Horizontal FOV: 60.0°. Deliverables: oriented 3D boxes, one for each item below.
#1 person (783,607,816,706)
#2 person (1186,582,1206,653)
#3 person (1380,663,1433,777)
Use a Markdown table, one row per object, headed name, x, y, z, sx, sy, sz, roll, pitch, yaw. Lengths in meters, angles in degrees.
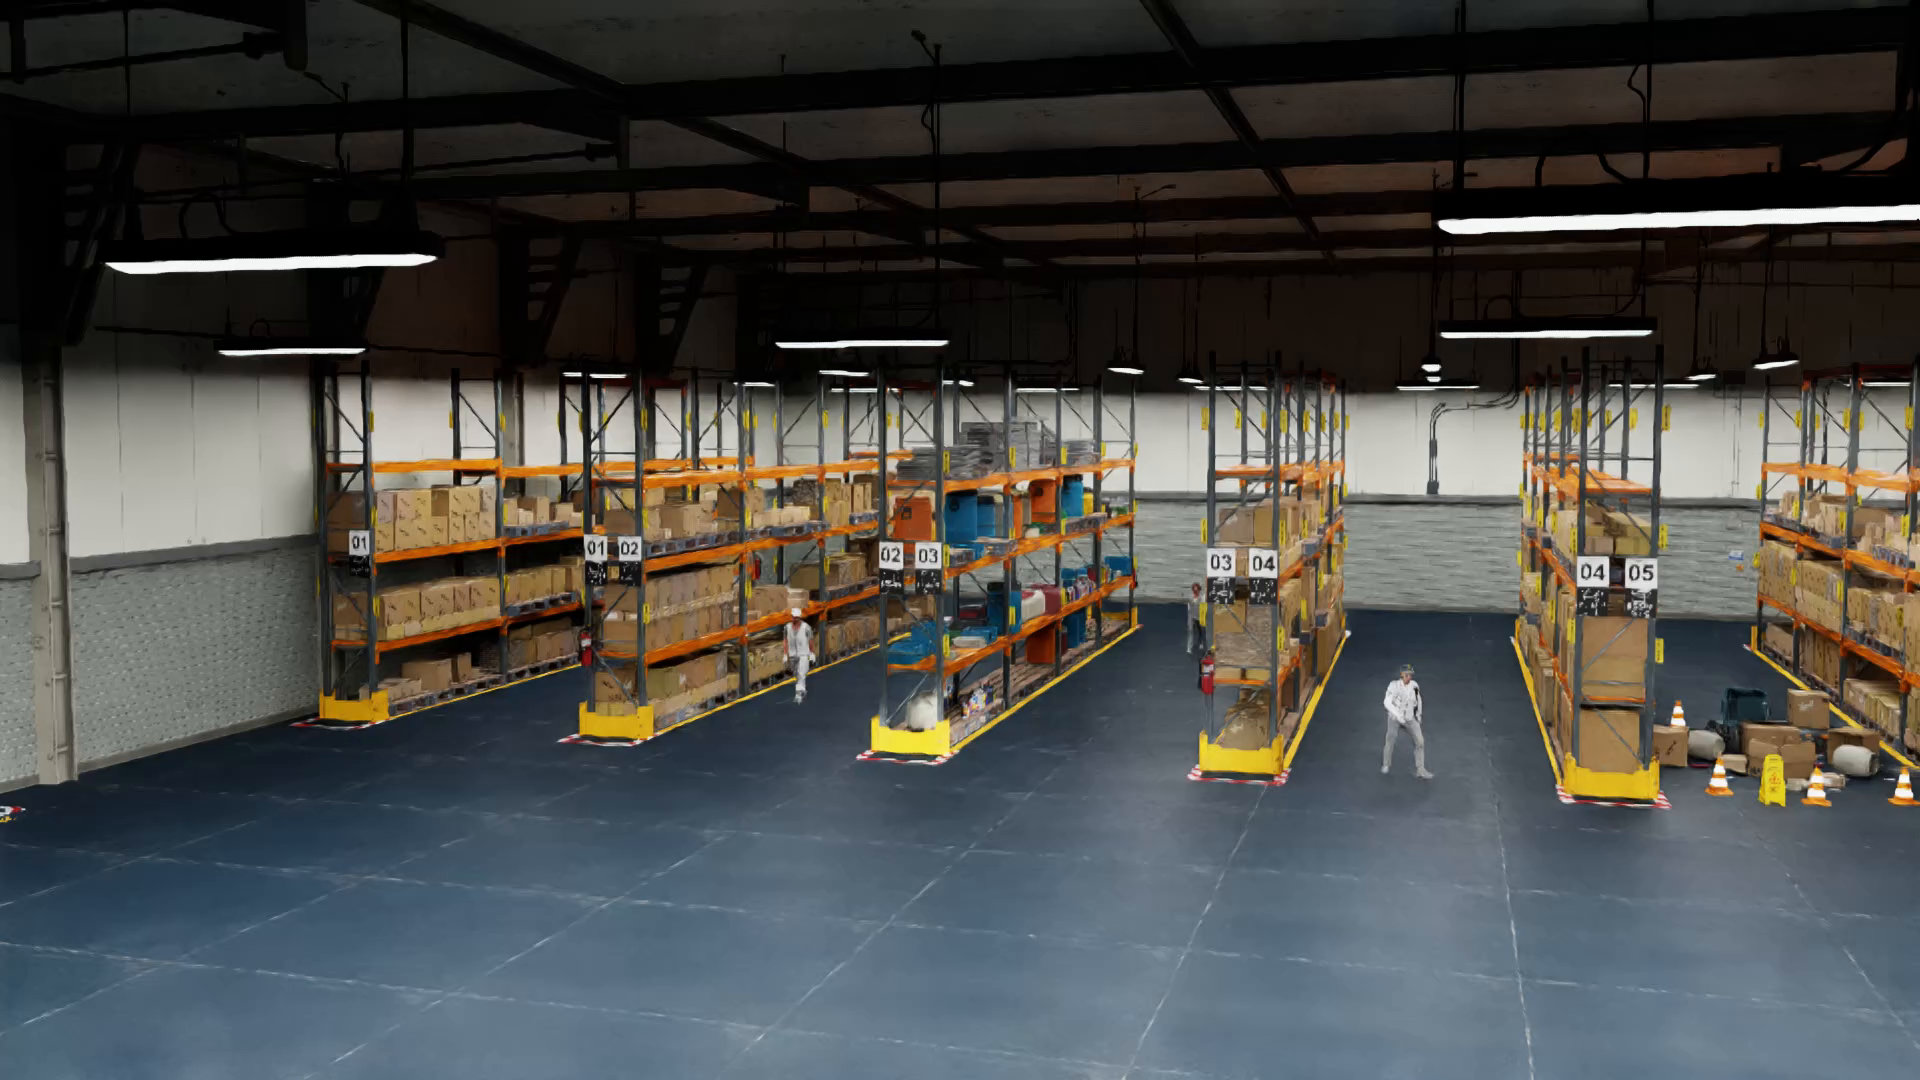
| name | x | y | z | sx | sy | sz | roll | pitch | yaw |
| --- | --- | --- | --- | --- | --- | --- | --- | --- | --- |
| person | -2.879 | 2.031 | 29.436 | 0.557 | 1.708 | 1.125 | 1 | 4 | 14 |
| person | 5.125 | 1.655 | 35.954 | 0.416 | 1.507 | 1.039 | 1 | 4 | 14 |
| person | 6.263 | 2.515 | 23.463 | 0.644 | 1.615 | 0.783 | 0 | 4 | -2 |
